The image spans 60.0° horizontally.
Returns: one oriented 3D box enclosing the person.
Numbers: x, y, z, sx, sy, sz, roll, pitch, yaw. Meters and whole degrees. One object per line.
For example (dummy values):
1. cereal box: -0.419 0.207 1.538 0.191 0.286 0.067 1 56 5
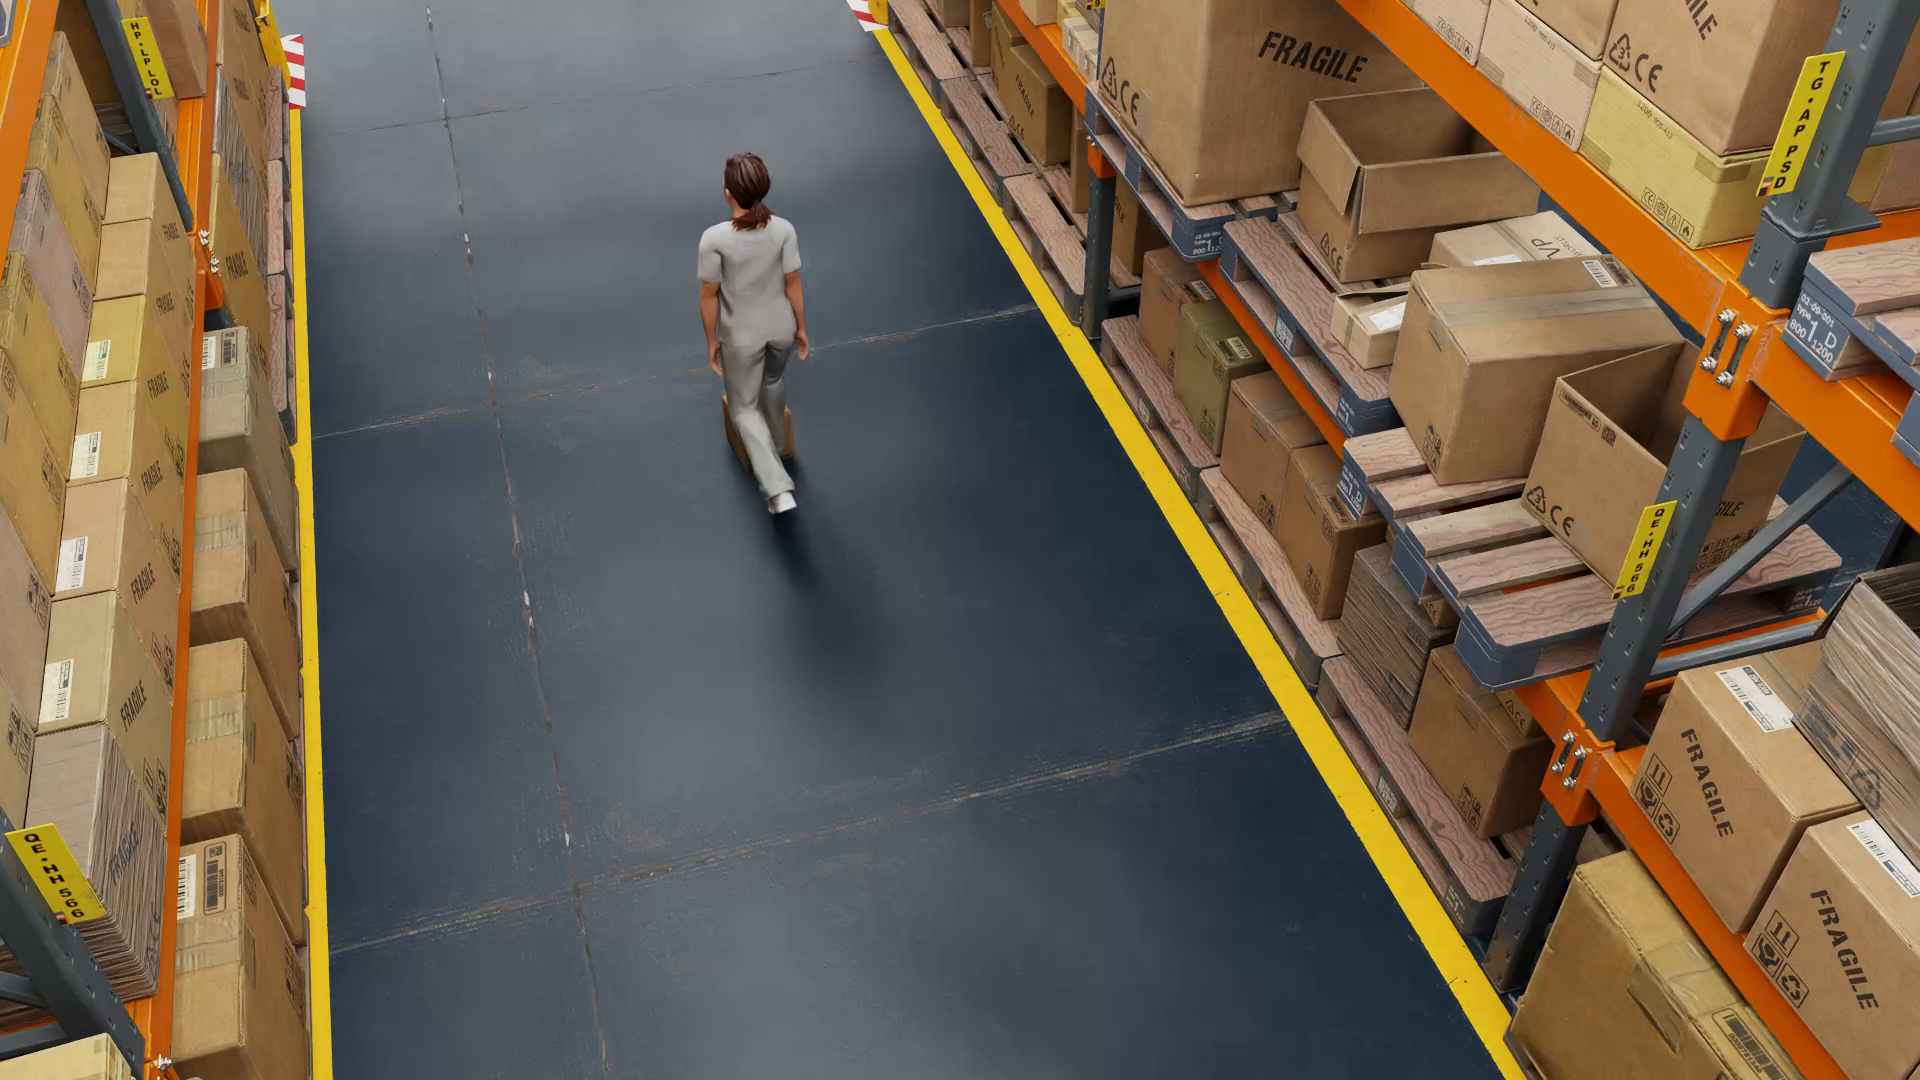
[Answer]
1. person: -0.860 -0.854 7.109 0.449 1.633 0.919 -16 45 -17
